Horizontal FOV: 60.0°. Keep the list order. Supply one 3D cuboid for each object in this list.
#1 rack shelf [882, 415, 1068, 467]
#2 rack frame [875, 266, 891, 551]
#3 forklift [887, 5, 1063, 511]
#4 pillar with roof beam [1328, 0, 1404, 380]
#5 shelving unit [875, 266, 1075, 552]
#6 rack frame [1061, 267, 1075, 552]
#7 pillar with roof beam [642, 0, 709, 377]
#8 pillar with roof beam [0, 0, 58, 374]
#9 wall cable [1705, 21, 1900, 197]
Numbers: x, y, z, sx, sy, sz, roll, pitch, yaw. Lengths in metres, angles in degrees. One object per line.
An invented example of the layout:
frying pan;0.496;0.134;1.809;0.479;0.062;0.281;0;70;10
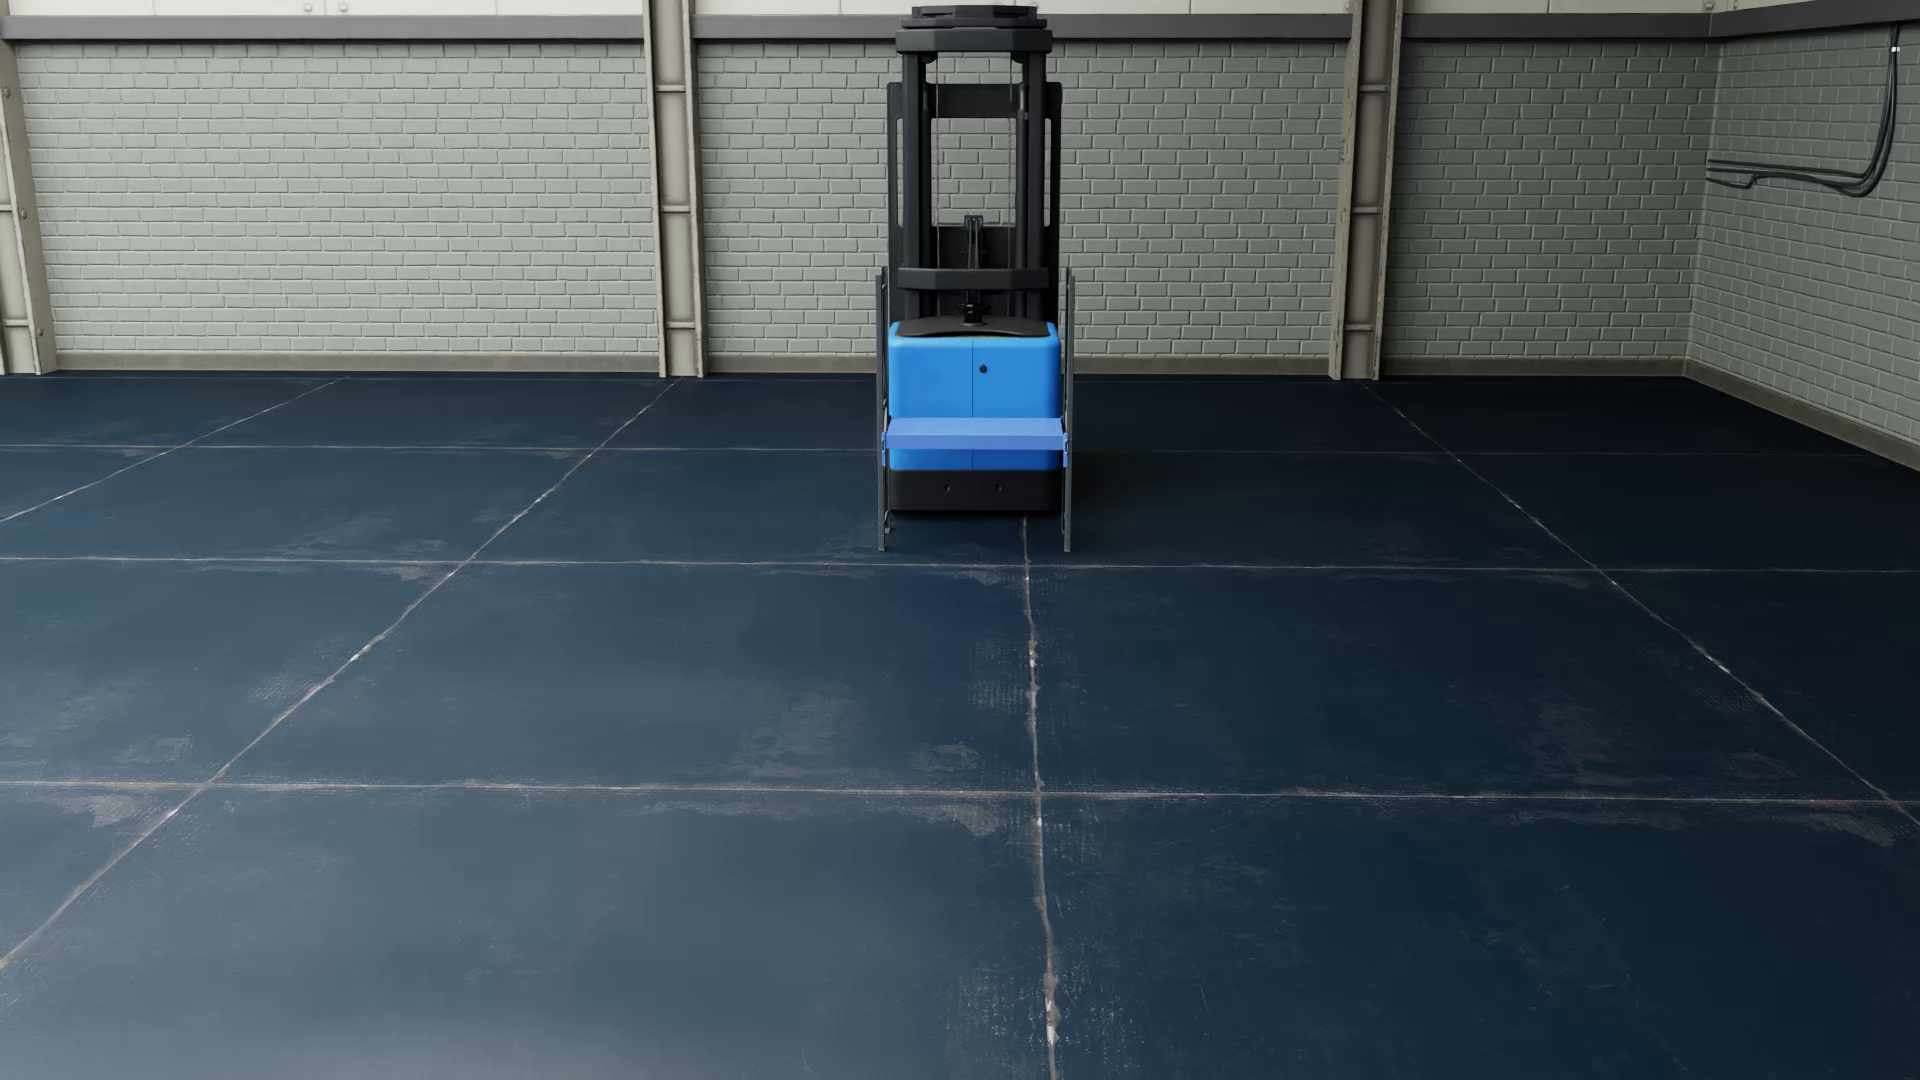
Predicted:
rack shelf;0.085;-0.551;9.192;1.000;0.185;0.538;0;15;1
rack frame;-0.423;-0.728;9.159;0.032;1.500;0.500;0;15;1
forklift;0.090;-1.905;10.815;1.130;2.935;3.031;0;15;1
pillar with roof beam;3.405;-4.709;9.549;0.400;9.000;9.100;0;15;1
shelving unit;0.085;-0.725;9.147;1.048;1.500;0.538;0;15;1
rack frame;0.593;-0.721;9.134;0.032;1.500;0.500;0;15;1
pillar with roof beam;-2.594;-4.748;9.697;0.400;9.000;9.100;0;15;1
pillar with roof beam;-8.592;-4.787;9.845;0.400;9.000;9.100;0;15;1
wall cable;6.426;-3.949;12.755;0.112;2.526;3.097;0;15;1
